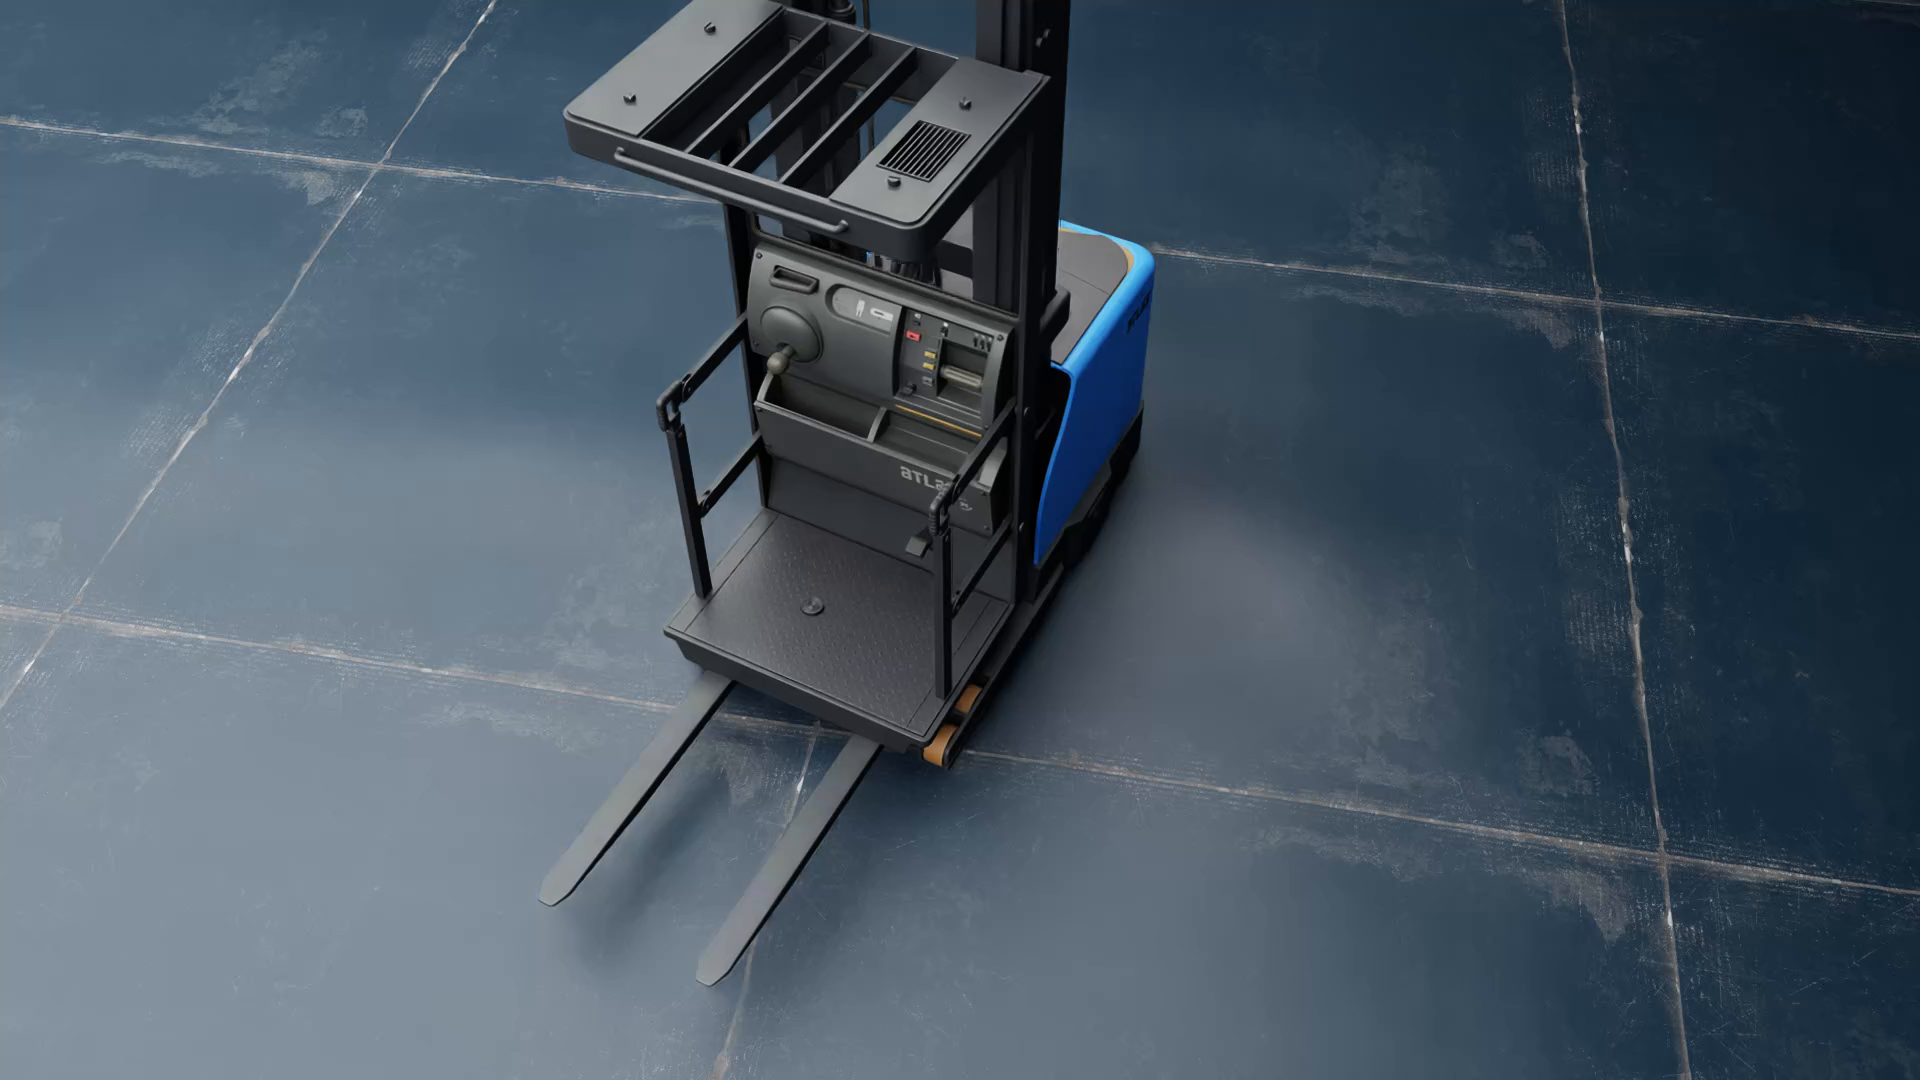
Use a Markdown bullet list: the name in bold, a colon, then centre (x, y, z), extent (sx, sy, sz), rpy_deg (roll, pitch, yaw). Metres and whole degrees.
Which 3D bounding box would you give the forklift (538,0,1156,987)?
- **forklift**: centre (-0.373, -0.553, 5.248), extent (1.130, 2.935, 3.031), rpy_deg (21, 51, 18)
